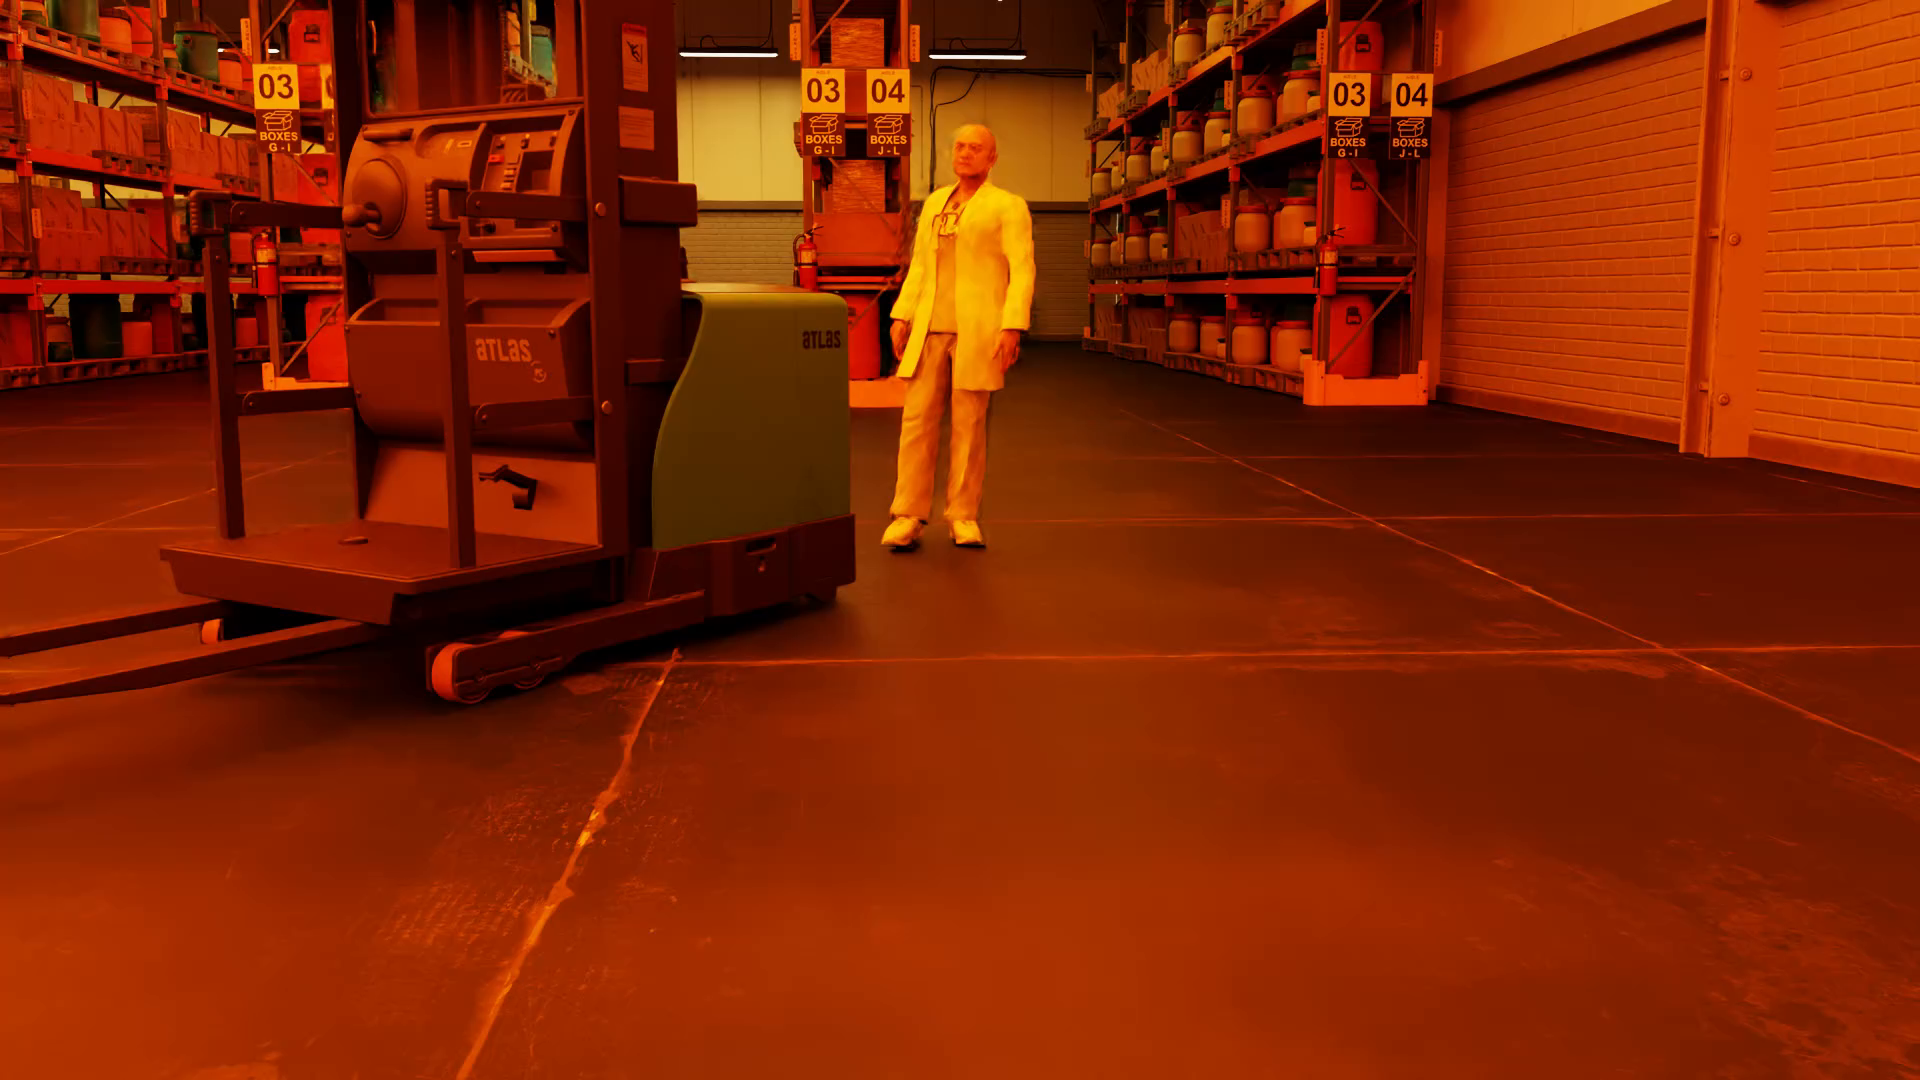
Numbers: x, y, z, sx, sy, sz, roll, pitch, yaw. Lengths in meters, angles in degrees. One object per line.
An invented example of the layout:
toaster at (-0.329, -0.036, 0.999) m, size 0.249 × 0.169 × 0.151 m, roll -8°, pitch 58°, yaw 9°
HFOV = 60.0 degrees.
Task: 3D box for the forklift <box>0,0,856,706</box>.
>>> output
forklift at (-1.581, -1.093, 4.693) m, size 1.130 × 2.935 × 3.031 m, roll 5°, pitch 10°, yaw 32°

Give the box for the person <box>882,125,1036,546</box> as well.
person at (-0.074, -0.865, 7.058) m, size 0.697 × 1.779 × 0.667 m, roll 5°, pitch 10°, yaw 32°
